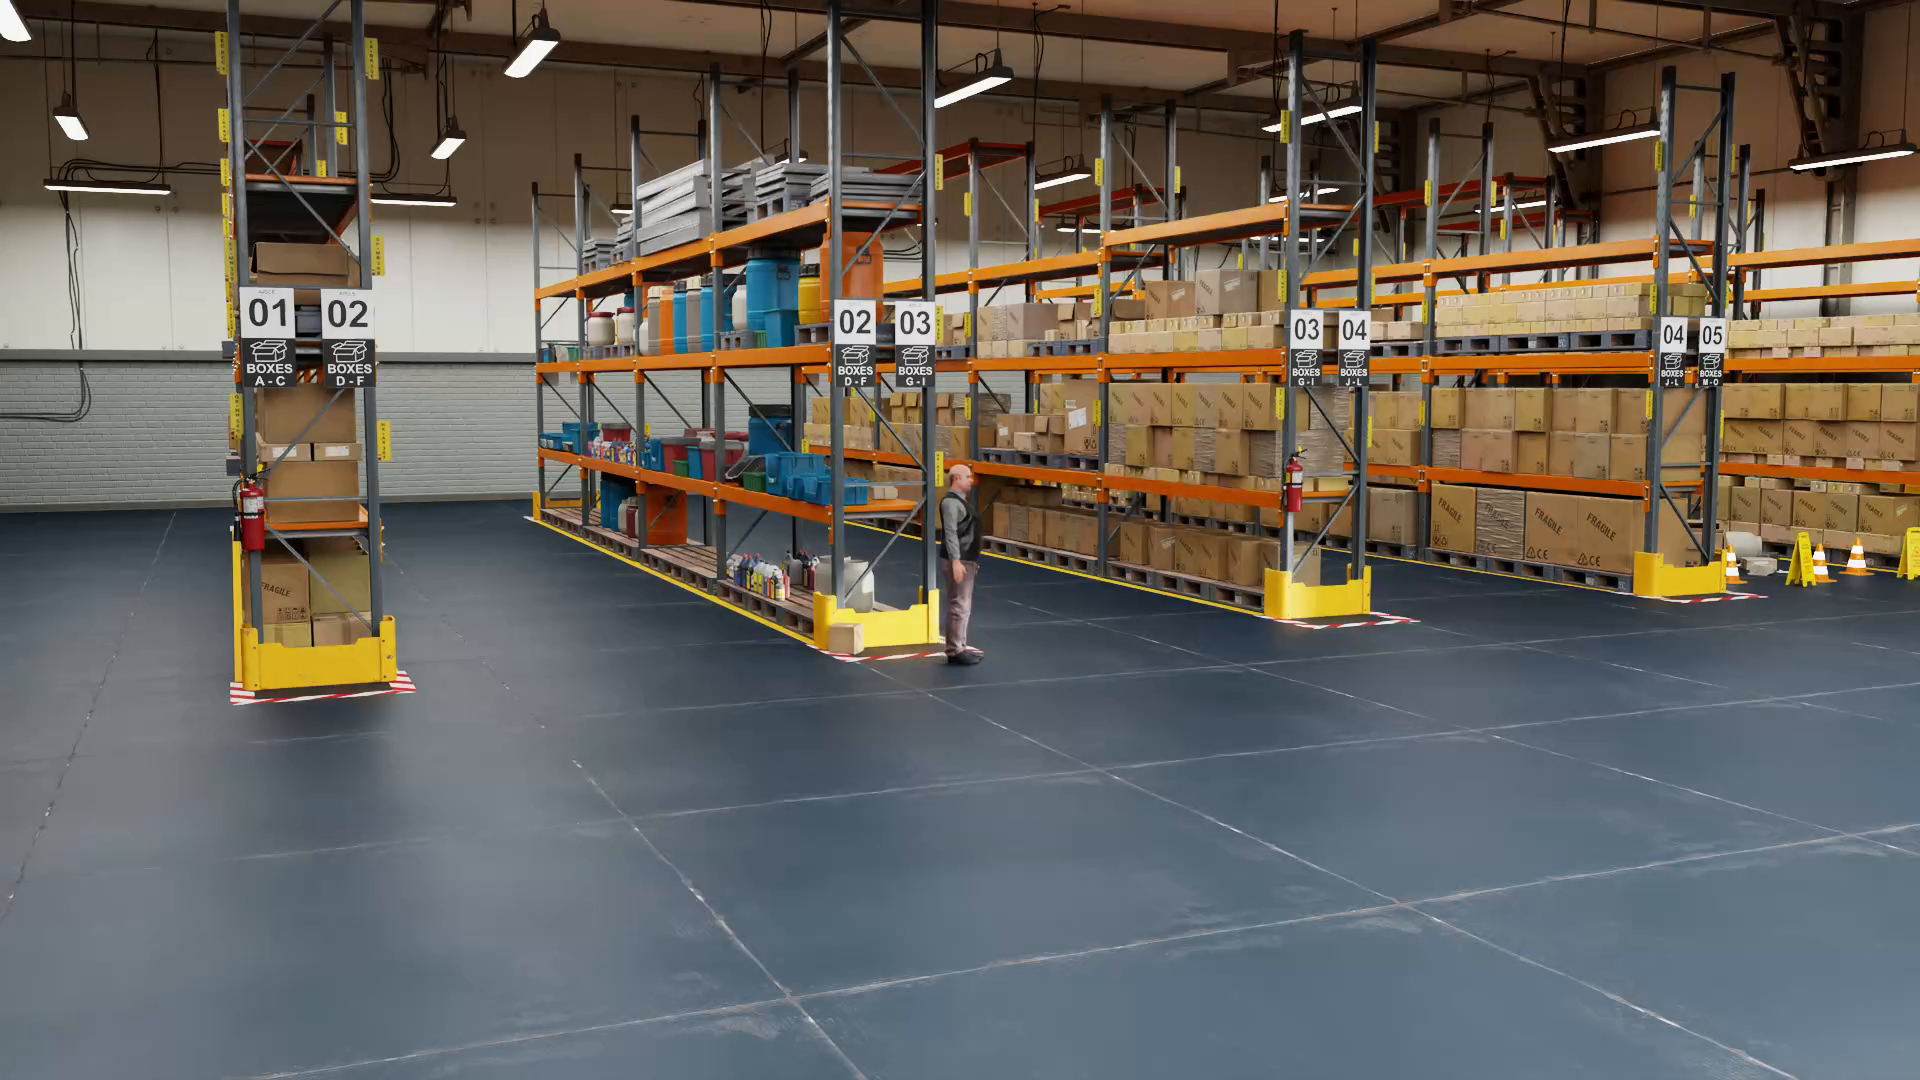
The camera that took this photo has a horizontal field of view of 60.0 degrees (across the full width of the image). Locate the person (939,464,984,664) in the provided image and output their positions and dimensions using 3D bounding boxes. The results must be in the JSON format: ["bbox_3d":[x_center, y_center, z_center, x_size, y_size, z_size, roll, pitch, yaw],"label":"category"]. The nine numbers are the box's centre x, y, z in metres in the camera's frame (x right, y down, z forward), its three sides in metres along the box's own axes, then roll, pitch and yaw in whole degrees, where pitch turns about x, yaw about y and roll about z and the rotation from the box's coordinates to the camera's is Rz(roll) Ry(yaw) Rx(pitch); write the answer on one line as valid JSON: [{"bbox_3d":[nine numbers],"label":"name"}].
[{"bbox_3d":[0.010,0.203,14.505,0.369,1.723,0.561,1,5,9],"label":"person"}]
